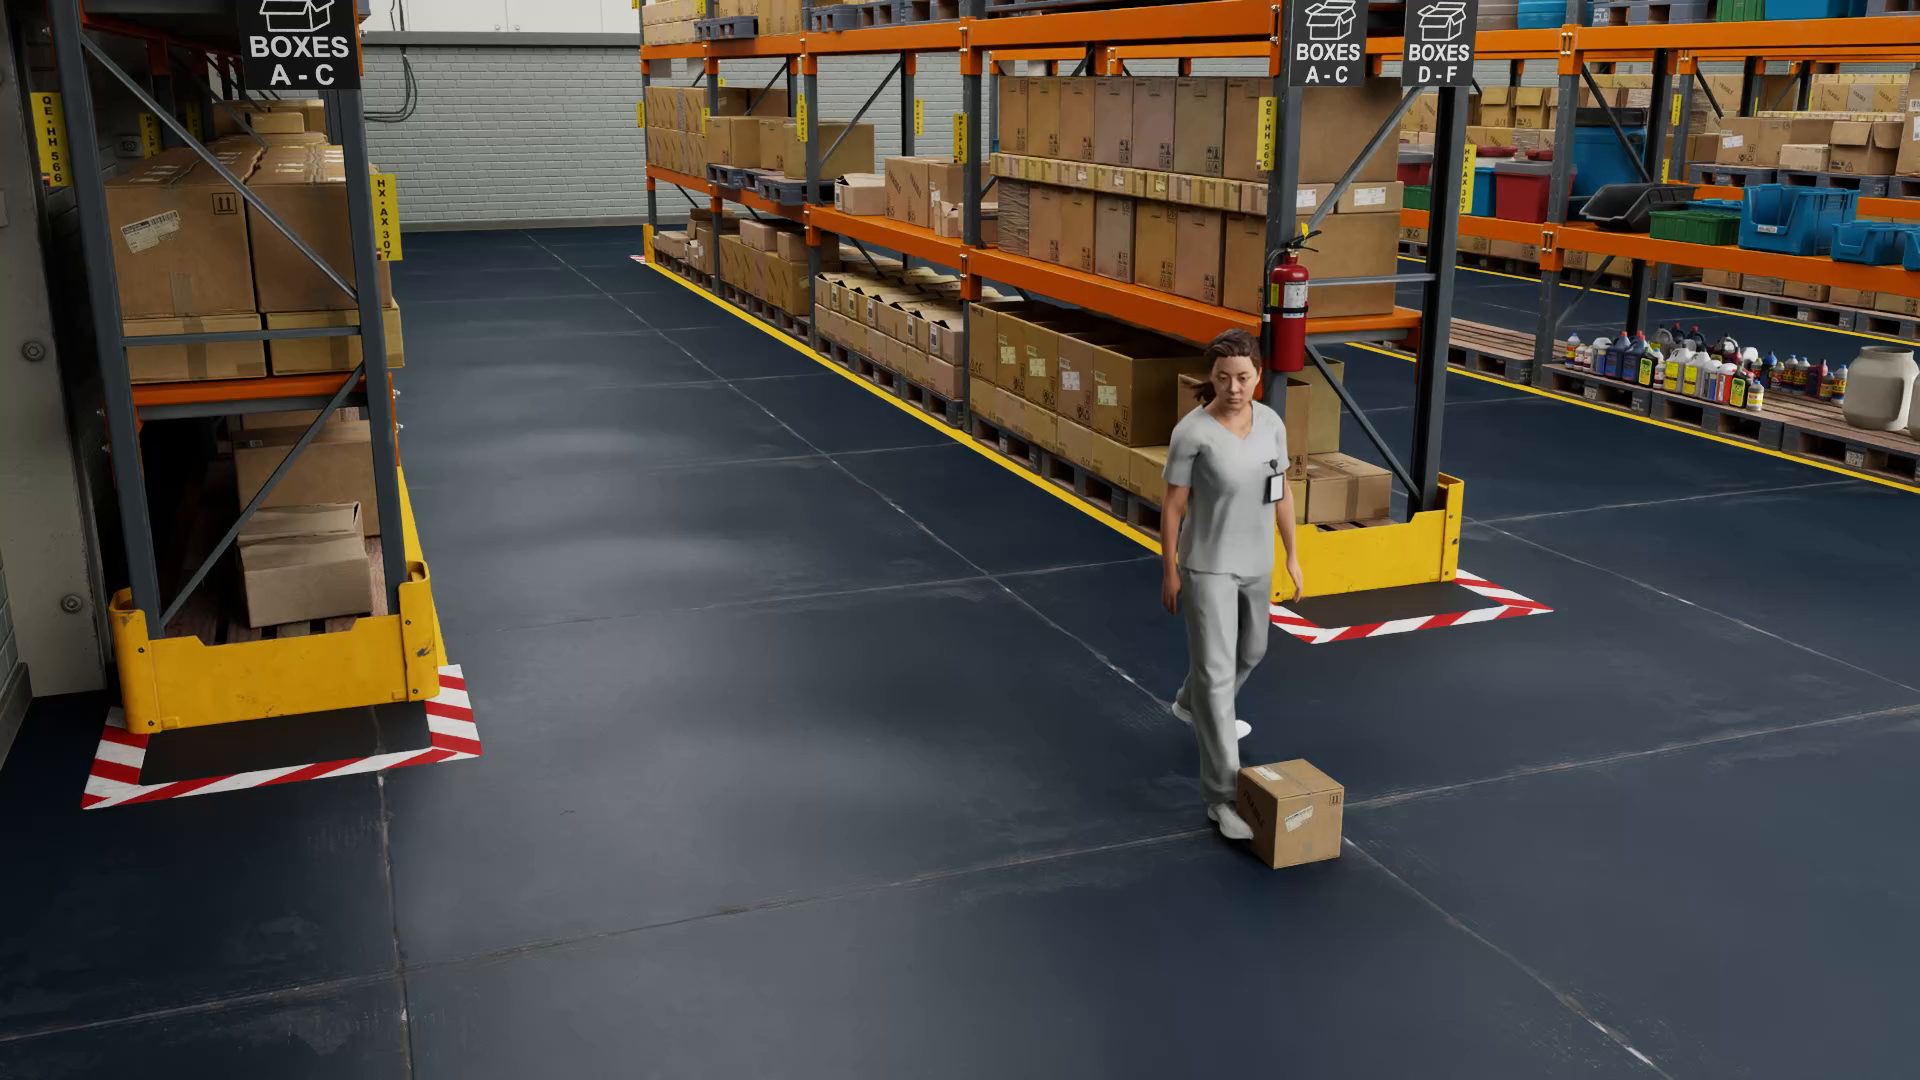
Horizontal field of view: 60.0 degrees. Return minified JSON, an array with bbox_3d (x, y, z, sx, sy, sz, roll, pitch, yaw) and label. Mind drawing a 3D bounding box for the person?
[{"bbox_3d":[0.944,0.081,5.727,0.567,1.653,0.901,-8,18,-26],"label":"person"}]
